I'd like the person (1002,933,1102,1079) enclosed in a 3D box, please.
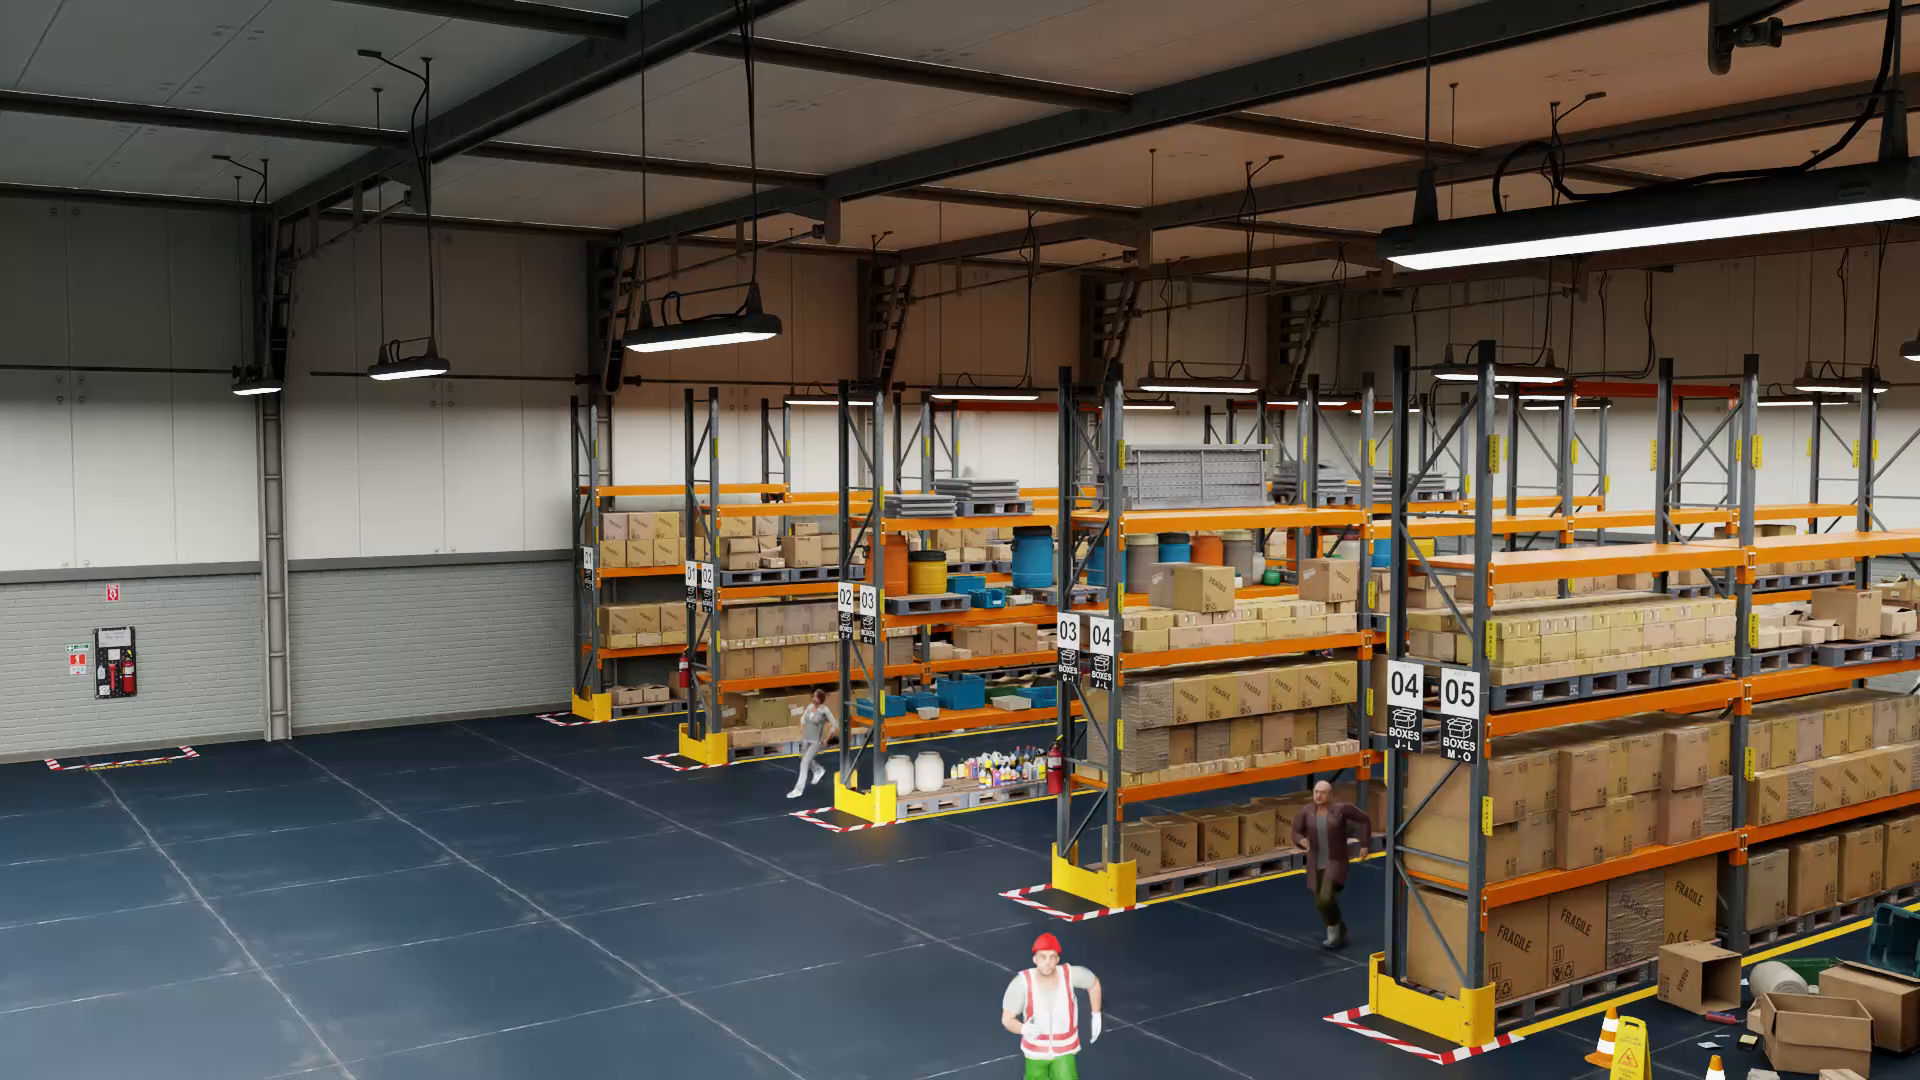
[{"bbox_3d":[0.639,3.569,11.539,0.697,1.745,0.807,0,3,3],"label":"person"}]

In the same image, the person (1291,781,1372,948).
[{"bbox_3d":[3.705,3.279,16.735,0.759,1.729,0.794,2,4,32],"label":"person"}]

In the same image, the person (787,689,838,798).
[{"bbox_3d":[-2.102,2.940,24.124,0.601,1.532,0.813,2,4,35],"label":"person"}]
